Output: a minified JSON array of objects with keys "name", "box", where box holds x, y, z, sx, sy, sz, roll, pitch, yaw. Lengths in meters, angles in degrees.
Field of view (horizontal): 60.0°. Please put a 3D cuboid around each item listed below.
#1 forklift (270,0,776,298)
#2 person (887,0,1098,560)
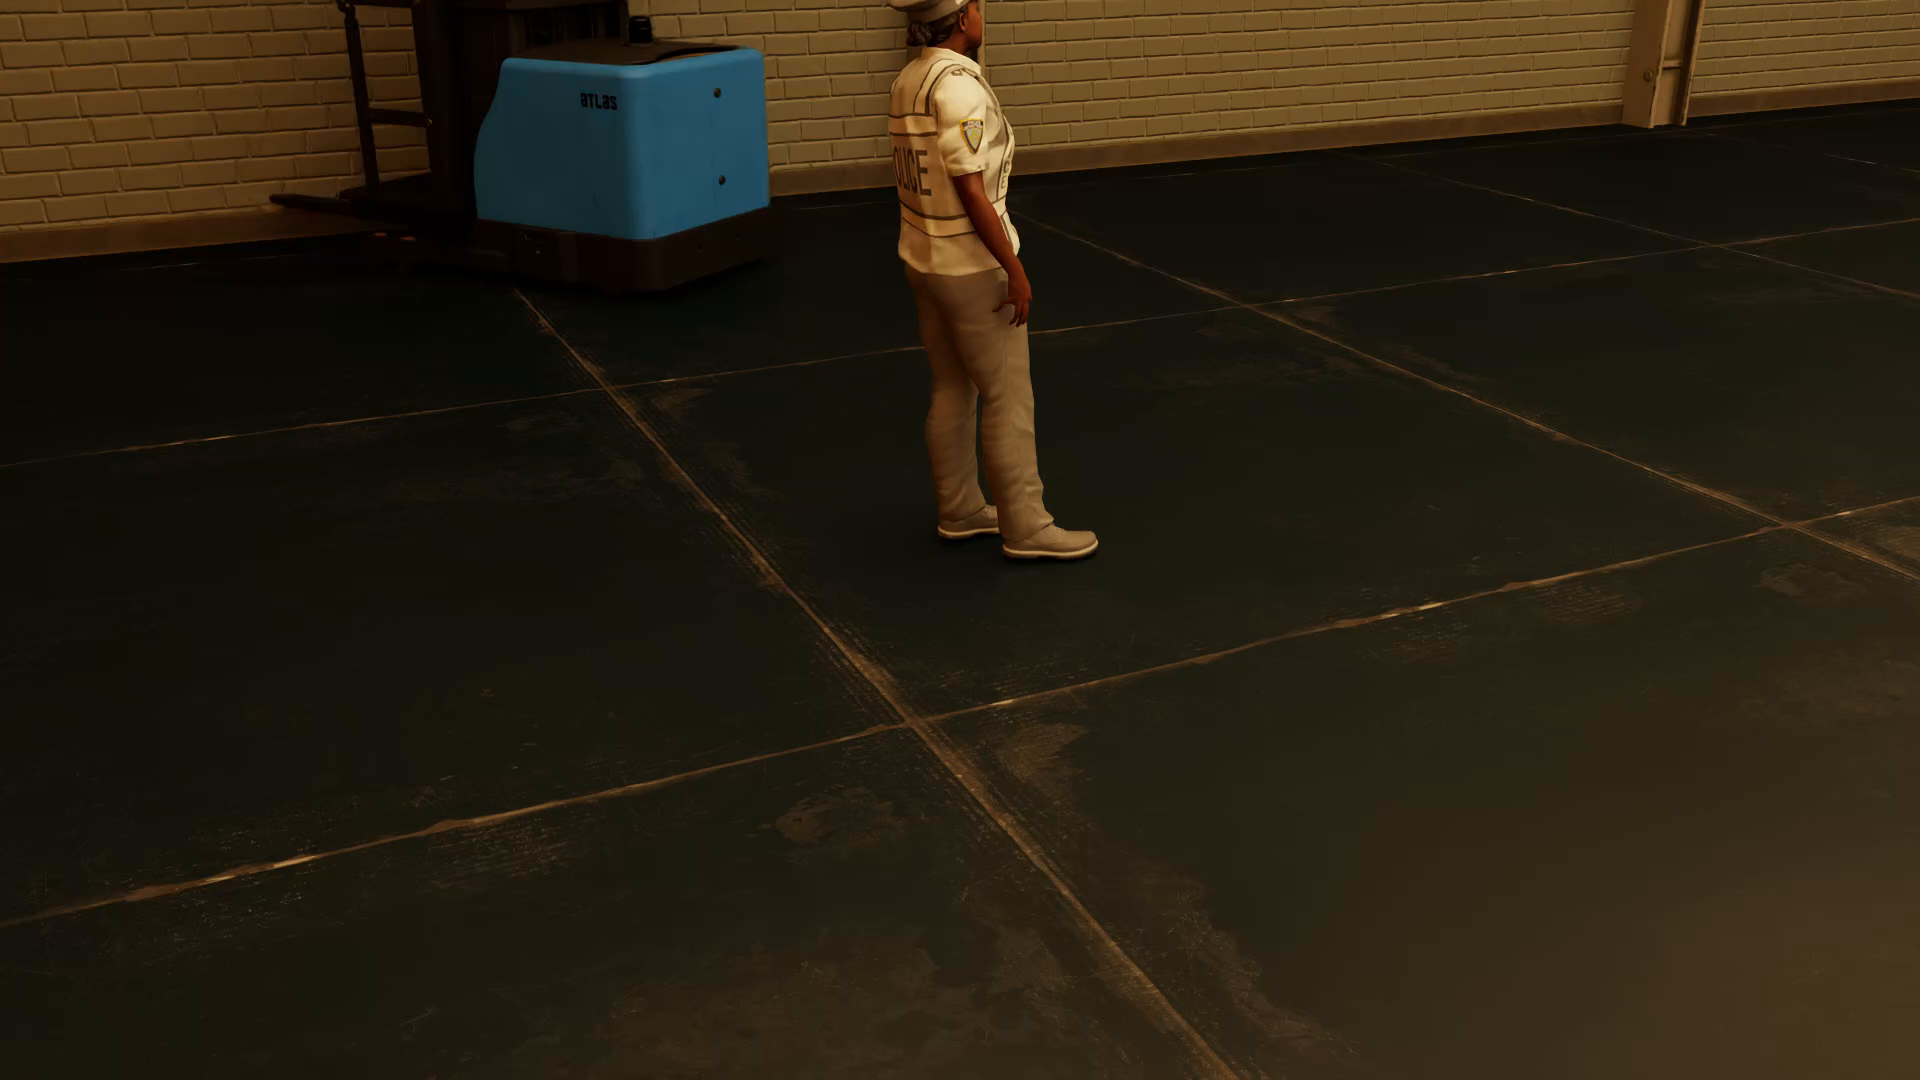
[{"name":"forklift","box":[-2.470,-2.879,8.216,3.031,2.935,1.130,12,26,27]},{"name":"person","box":[0.076,-0.794,4.791,0.530,1.695,0.569,-10,25,-23]}]
